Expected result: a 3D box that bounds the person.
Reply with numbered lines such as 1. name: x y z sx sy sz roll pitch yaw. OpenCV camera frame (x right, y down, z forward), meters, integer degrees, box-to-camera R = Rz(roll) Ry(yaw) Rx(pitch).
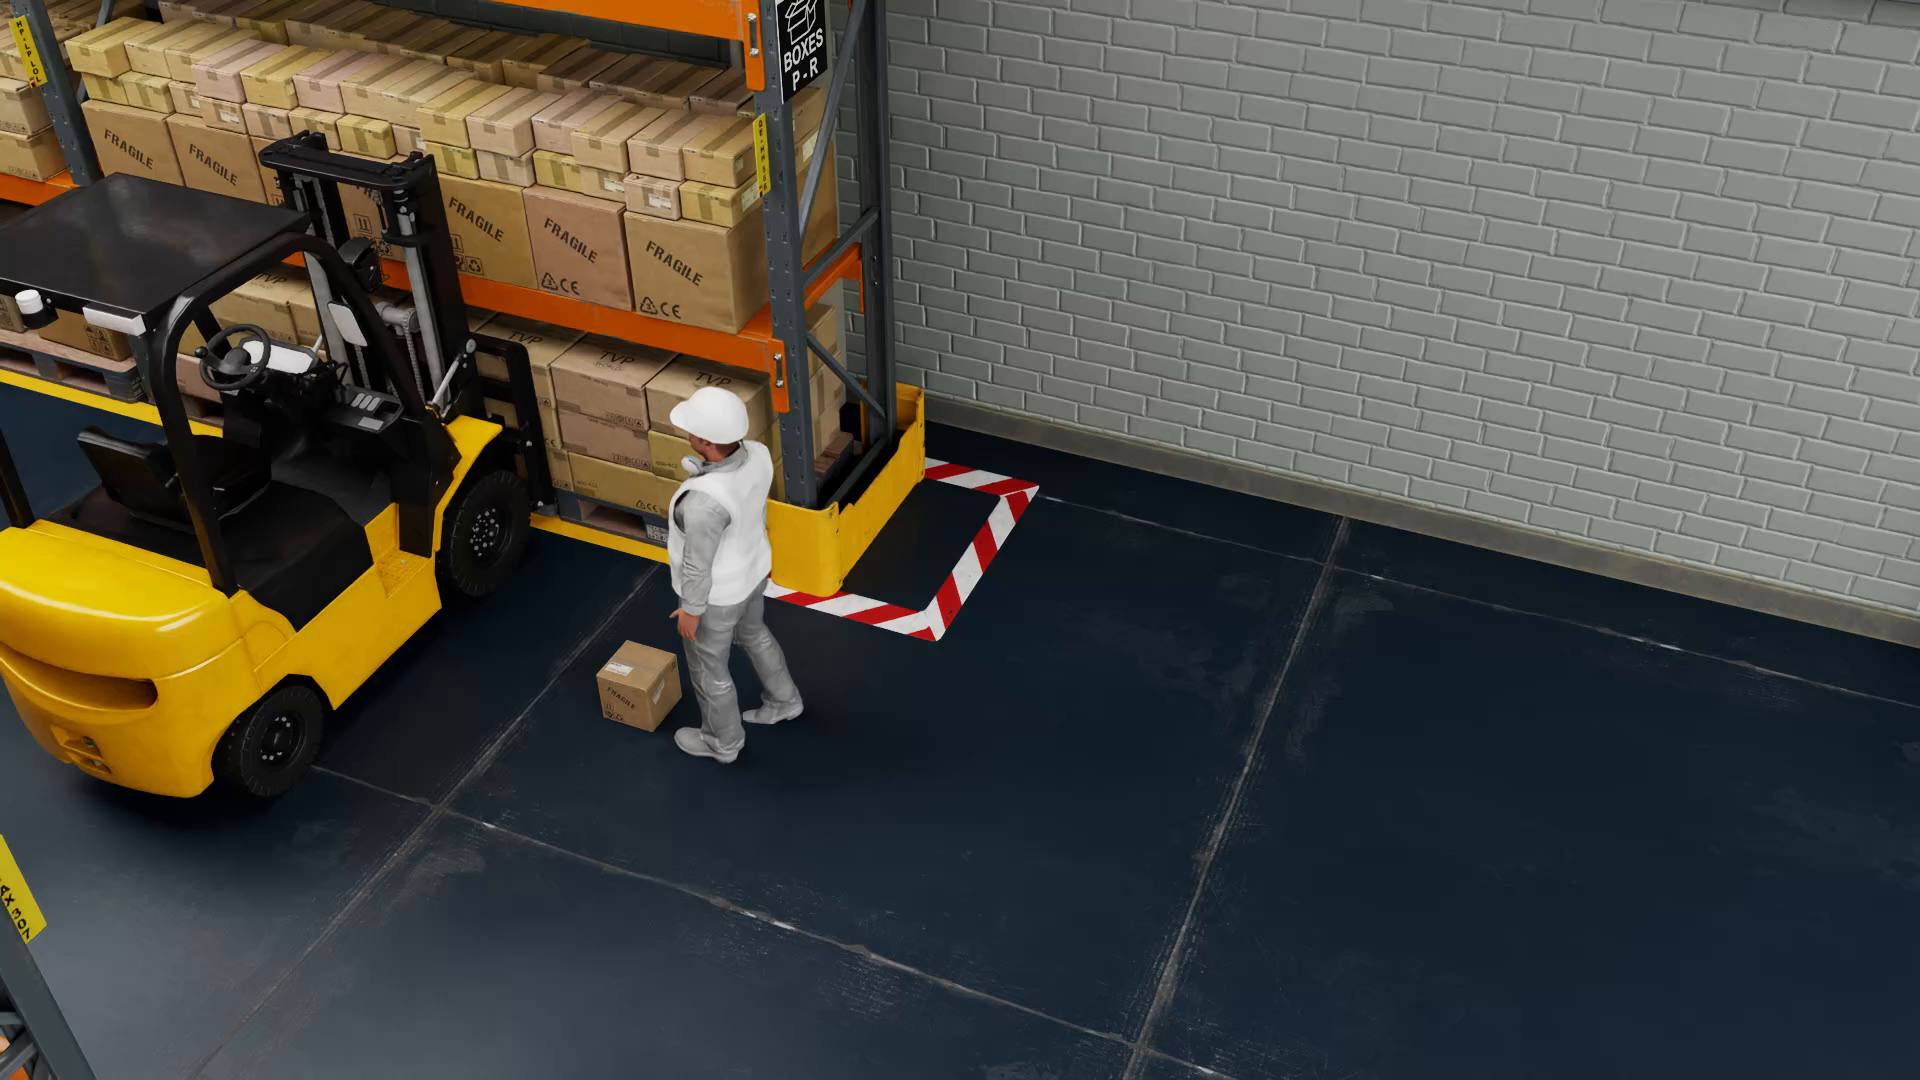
1. person: -0.985 0.203 6.629 0.559 1.665 0.574 15 40 19
